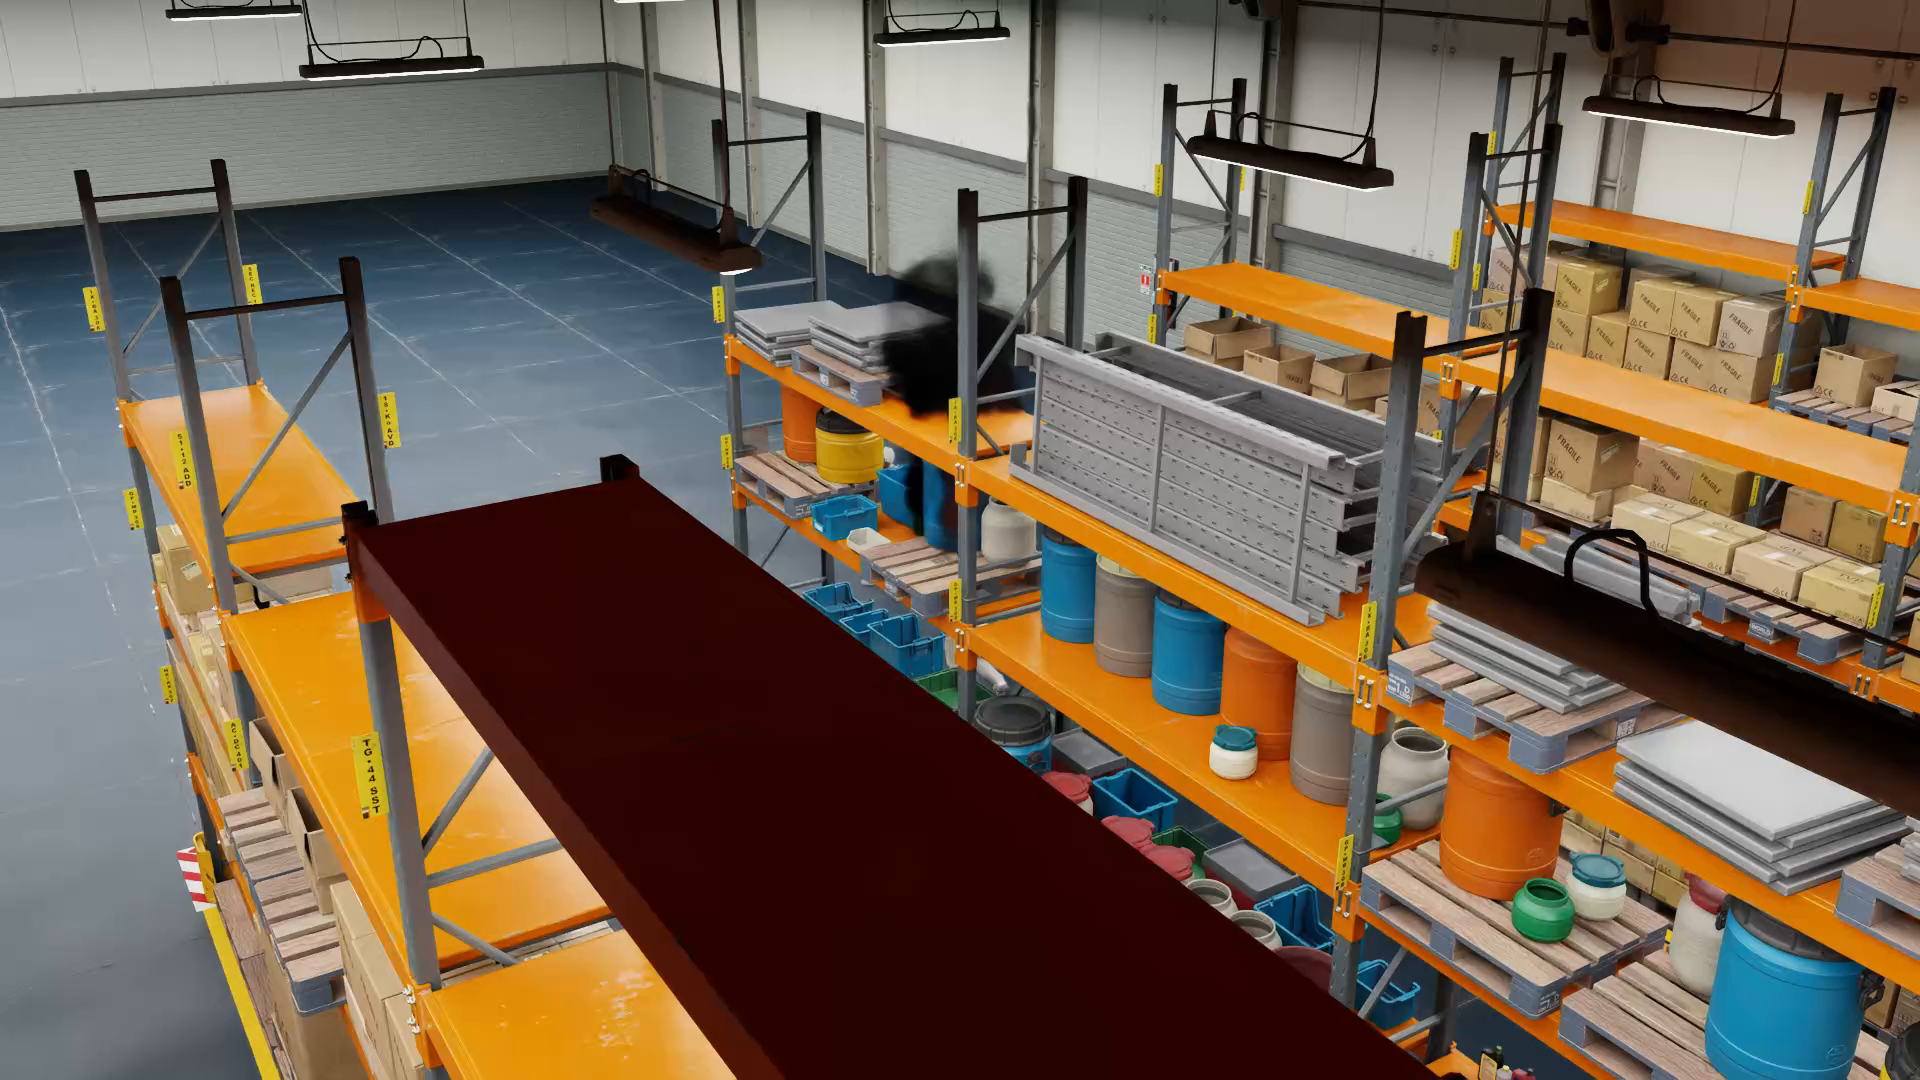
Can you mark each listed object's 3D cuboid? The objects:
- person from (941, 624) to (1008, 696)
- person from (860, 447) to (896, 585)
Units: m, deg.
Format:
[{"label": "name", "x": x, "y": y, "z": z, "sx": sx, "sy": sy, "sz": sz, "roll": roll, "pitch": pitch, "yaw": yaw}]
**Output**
[{"label": "person", "x": 0.088, "y": 0.911, "z": 16.779, "sx": 0.745, "sy": 1.762, "sz": 0.856, "roll": -19, "pitch": 29, "yaw": -39}, {"label": "person", "x": -0.781, "y": -0.279, "z": 19.767, "sx": 0.832, "sy": 1.761, "sz": 0.706, "roll": -3, "pitch": 22, "yaw": -8}]
